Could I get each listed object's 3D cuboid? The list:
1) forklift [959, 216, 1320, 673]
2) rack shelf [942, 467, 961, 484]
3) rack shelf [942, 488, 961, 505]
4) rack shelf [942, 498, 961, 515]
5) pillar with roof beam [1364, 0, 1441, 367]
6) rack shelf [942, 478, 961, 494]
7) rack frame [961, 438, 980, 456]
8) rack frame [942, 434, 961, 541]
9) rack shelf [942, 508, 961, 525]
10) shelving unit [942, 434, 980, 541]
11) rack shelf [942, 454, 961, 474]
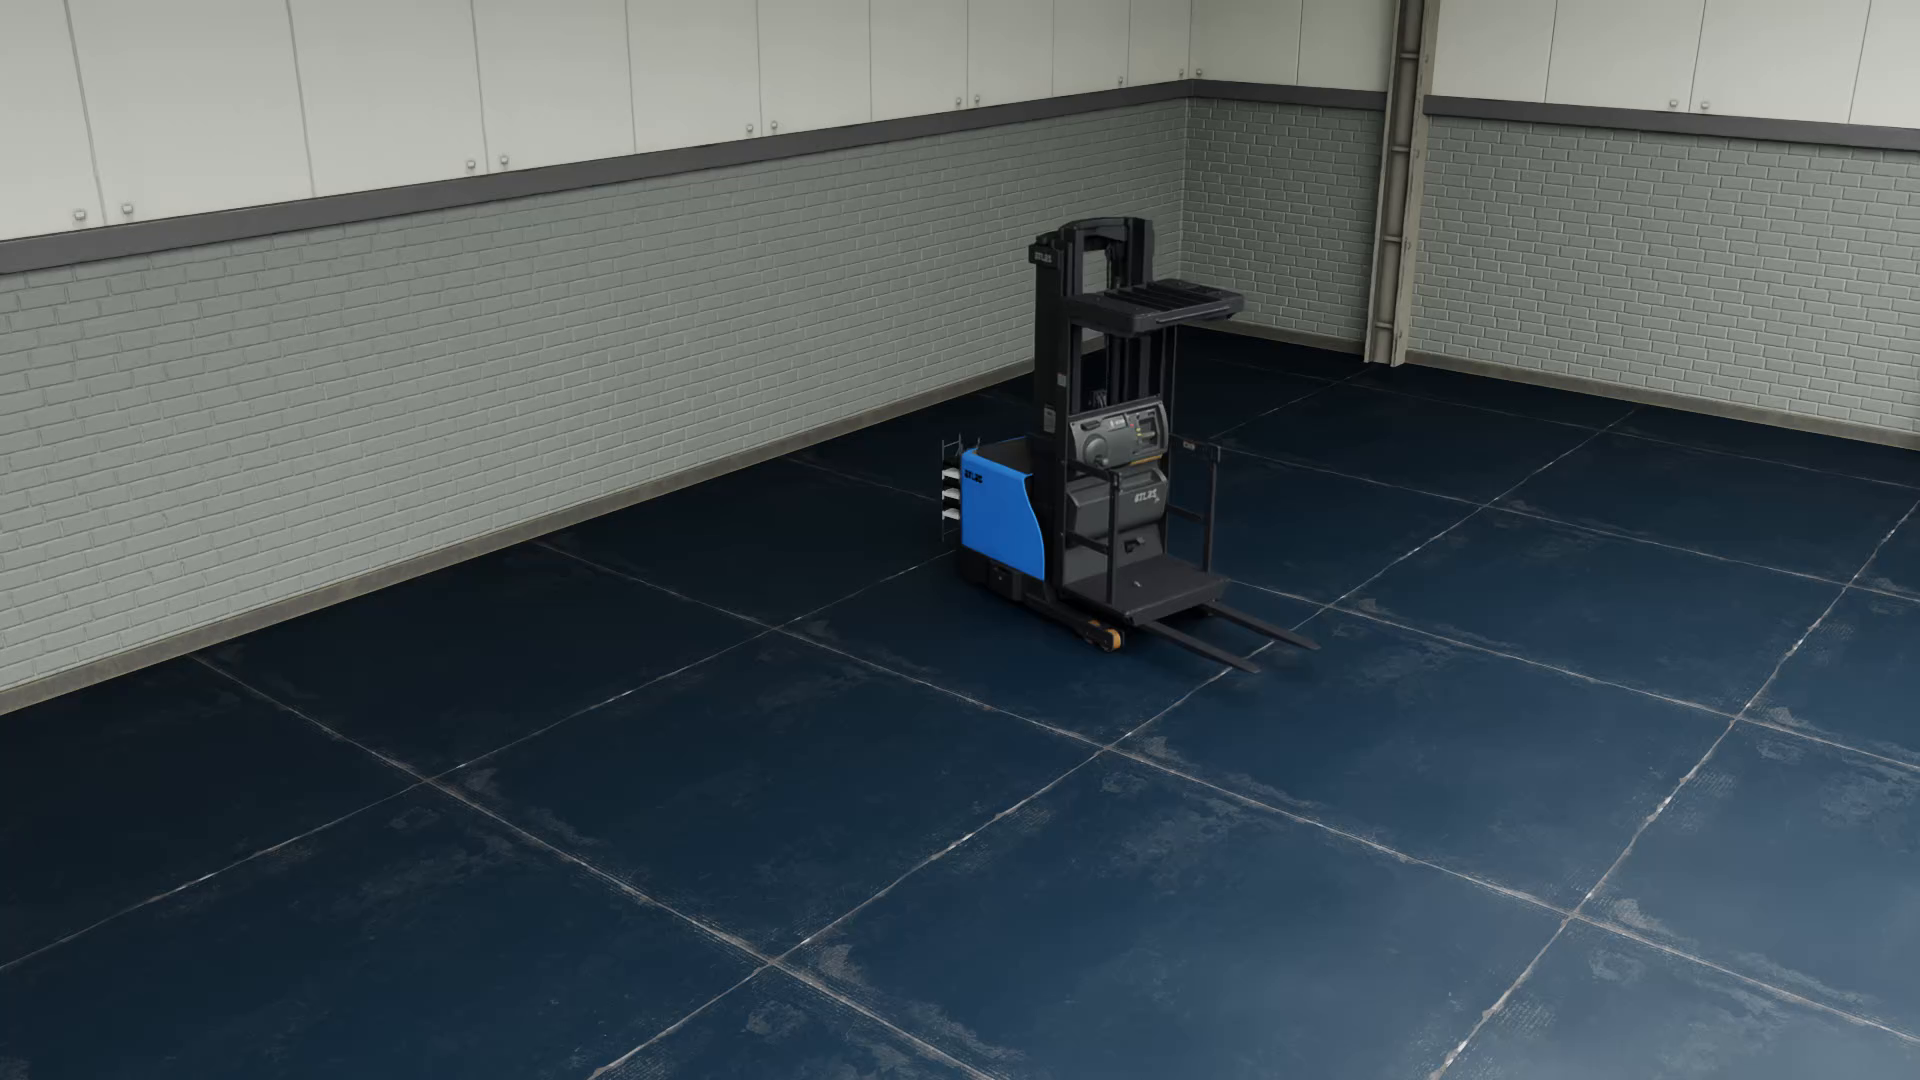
[{"bbox_3d":[1.304,-0.762,12.037,1.130,2.935,3.031,-16,26,-36],"label":"forklift"},{"bbox_3d":[0.006,-0.556,13.955,0.200,0.077,0.258,16,26,36],"label":"rack shelf"},{"bbox_3d":[0.006,-0.388,14.019,0.200,0.077,0.258,16,26,36],"label":"rack shelf"},{"bbox_3d":[0.006,-0.304,14.050,0.200,0.077,0.258,16,26,36],"label":"rack shelf"},{"bbox_3d":[2.331,-5.154,15.085,0.400,9.000,9.100,16,26,36],"label":"pillar with roof beam"},{"bbox_3d":[0.006,-0.472,13.987,0.200,0.077,0.258,16,26,36],"label":"rack shelf"},{"bbox_3d":[0.085,-0.397,13.947,0.006,0.900,0.240,16,26,36],"label":"rack frame"},{"bbox_3d":[-0.072,-0.442,14.067,0.006,0.900,0.240,16,26,36],"label":"rack frame"},{"bbox_3d":[0.006,-0.220,14.082,0.200,0.077,0.258,16,26,36],"label":"rack shelf"},{"bbox_3d":[0.006,-0.419,14.007,0.210,0.900,0.258,16,26,36],"label":"shelving unit"},{"bbox_3d":[0.006,-0.641,13.923,0.200,0.077,0.258,16,26,36],"label":"rack shelf"}]
